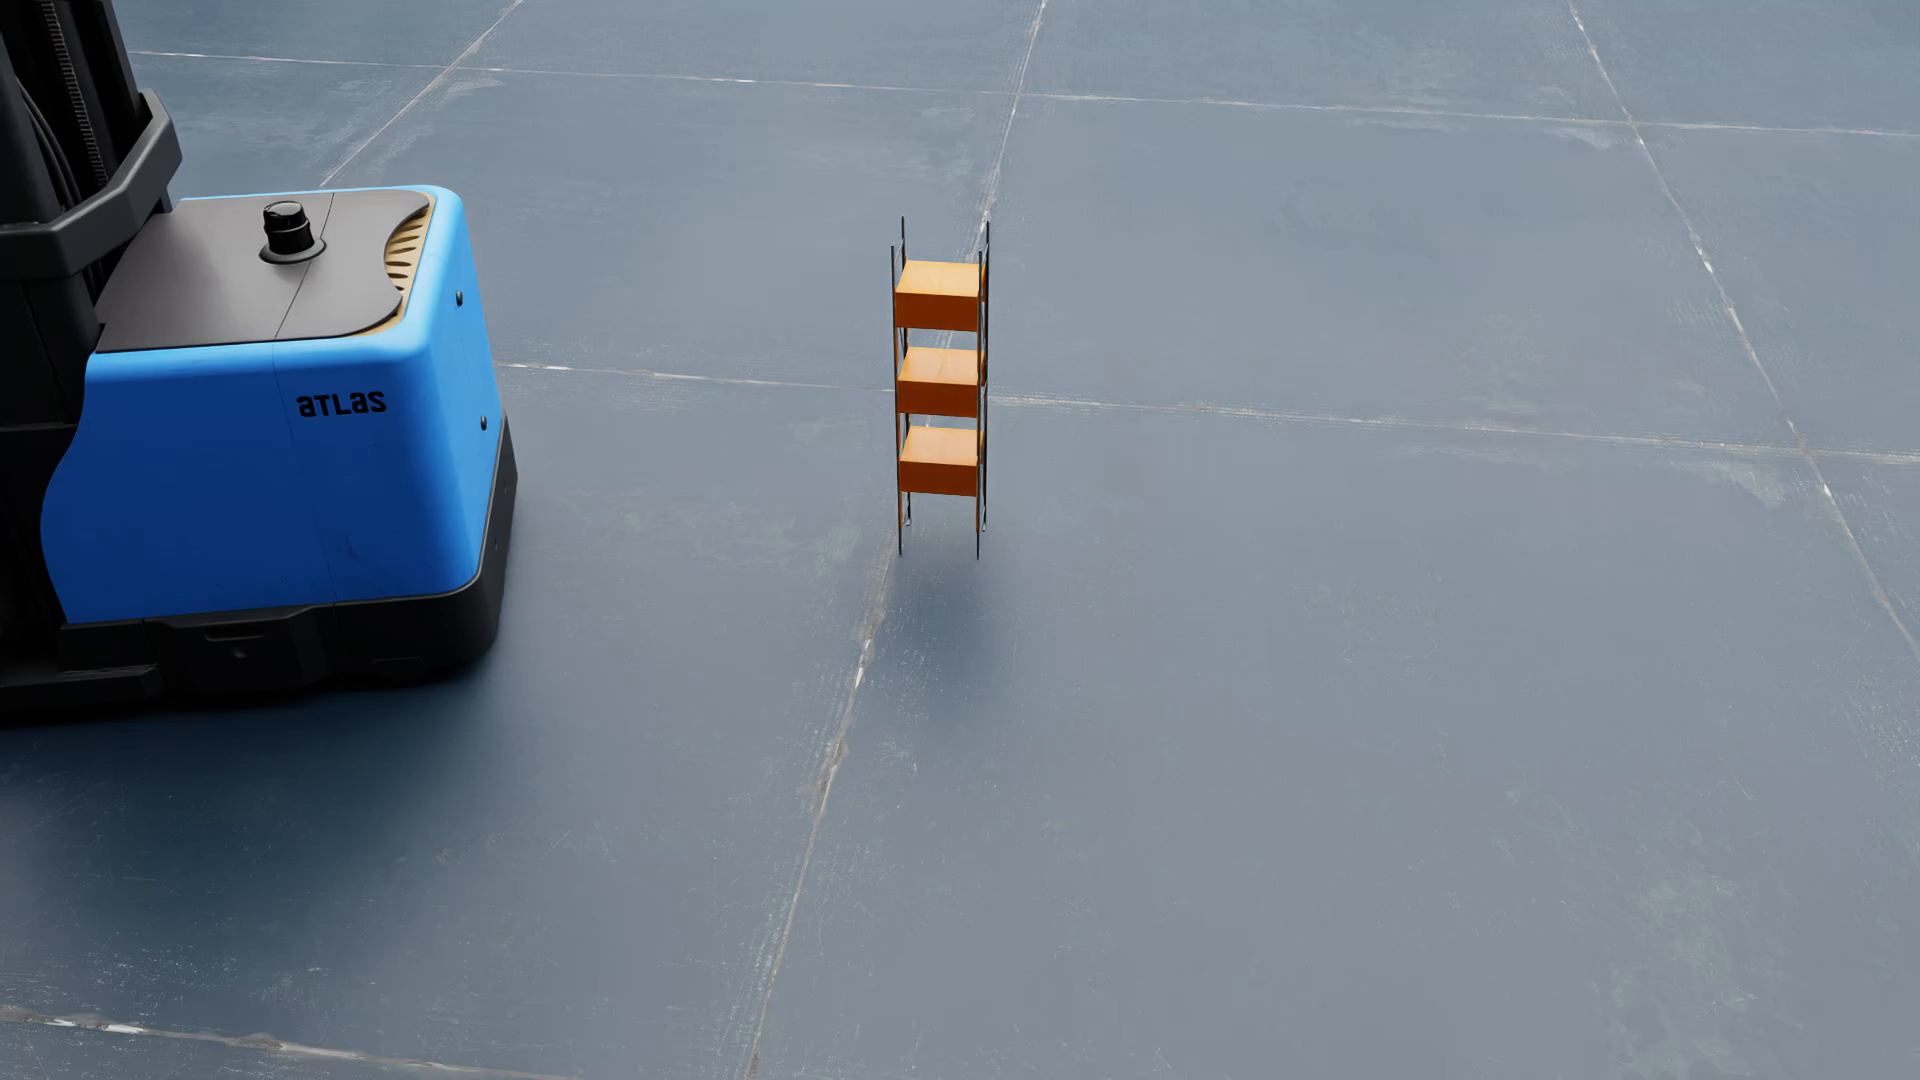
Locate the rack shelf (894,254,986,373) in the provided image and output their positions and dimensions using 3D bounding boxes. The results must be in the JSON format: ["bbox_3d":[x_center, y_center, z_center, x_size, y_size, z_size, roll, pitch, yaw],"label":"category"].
[{"bbox_3d":[-0.053,-0.654,4.792,0.240,0.259,0.215,4,36,6],"label":"rack shelf"}]

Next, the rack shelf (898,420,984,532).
[{"bbox_3d":[-0.053,-0.196,5.118,0.240,0.259,0.215,4,36,6],"label":"rack shelf"}]

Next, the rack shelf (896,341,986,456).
[{"bbox_3d":[-0.053,-0.423,4.957,0.240,0.259,0.215,4,36,6],"label":"rack shelf"}]

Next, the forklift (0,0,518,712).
[{"bbox_3d":[-2.881,-0.974,4.092,3.031,2.935,1.130,-5,36,-6],"label":"forklift"}]

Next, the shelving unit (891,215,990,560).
[{"bbox_3d":[-0.053,-0.431,4.951,0.252,1.050,0.215,4,36,6],"label":"shelving unit"}]

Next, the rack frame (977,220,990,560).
[{"bbox_3d":[0.068,-0.422,4.938,0.008,1.050,0.200,4,36,6],"label":"rack frame"}]

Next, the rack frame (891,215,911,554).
[{"bbox_3d":[-0.174,-0.440,4.963,0.008,1.050,0.200,4,36,6],"label":"rack frame"}]
